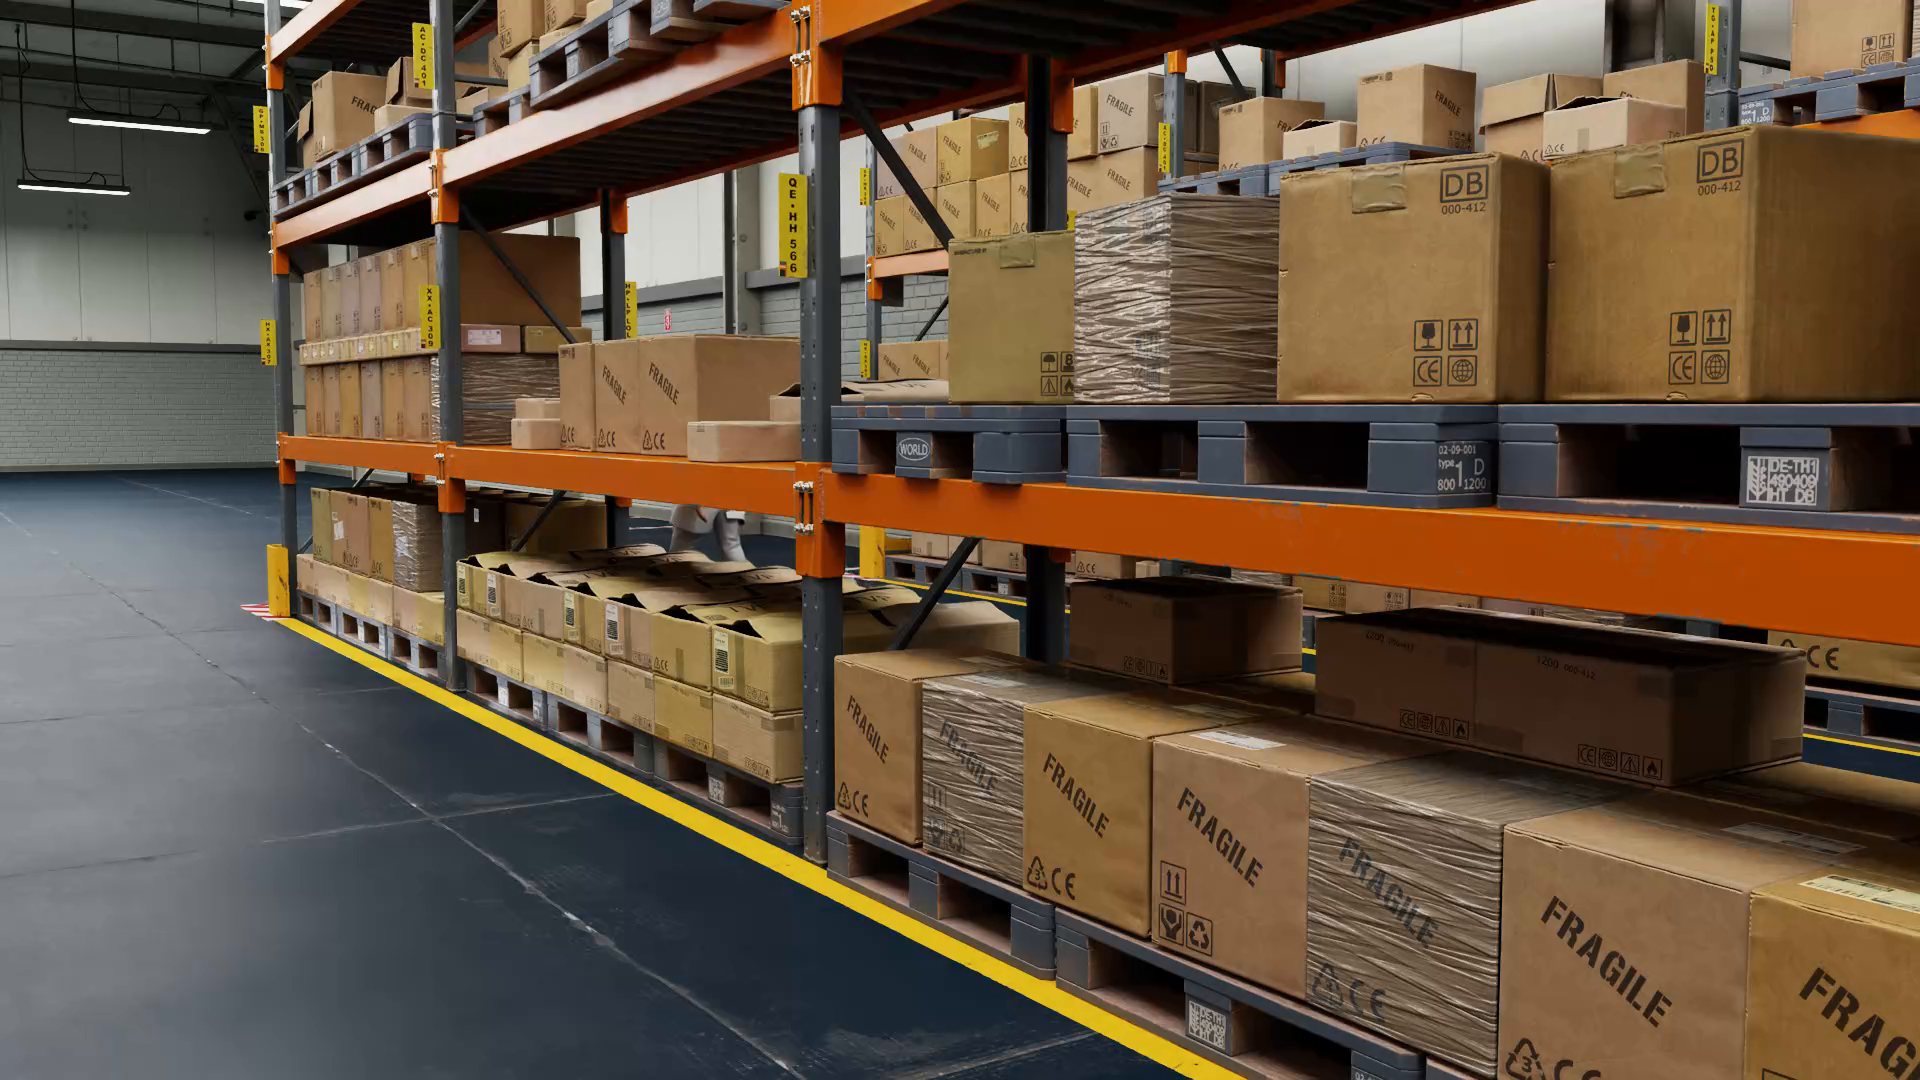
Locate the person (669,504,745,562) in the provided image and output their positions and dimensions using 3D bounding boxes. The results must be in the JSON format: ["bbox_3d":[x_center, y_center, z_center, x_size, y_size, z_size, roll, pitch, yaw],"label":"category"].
[{"bbox_3d":[-1.824,-0.336,11.828,0.567,1.724,1.085,-4,6,-39],"label":"person"}]
